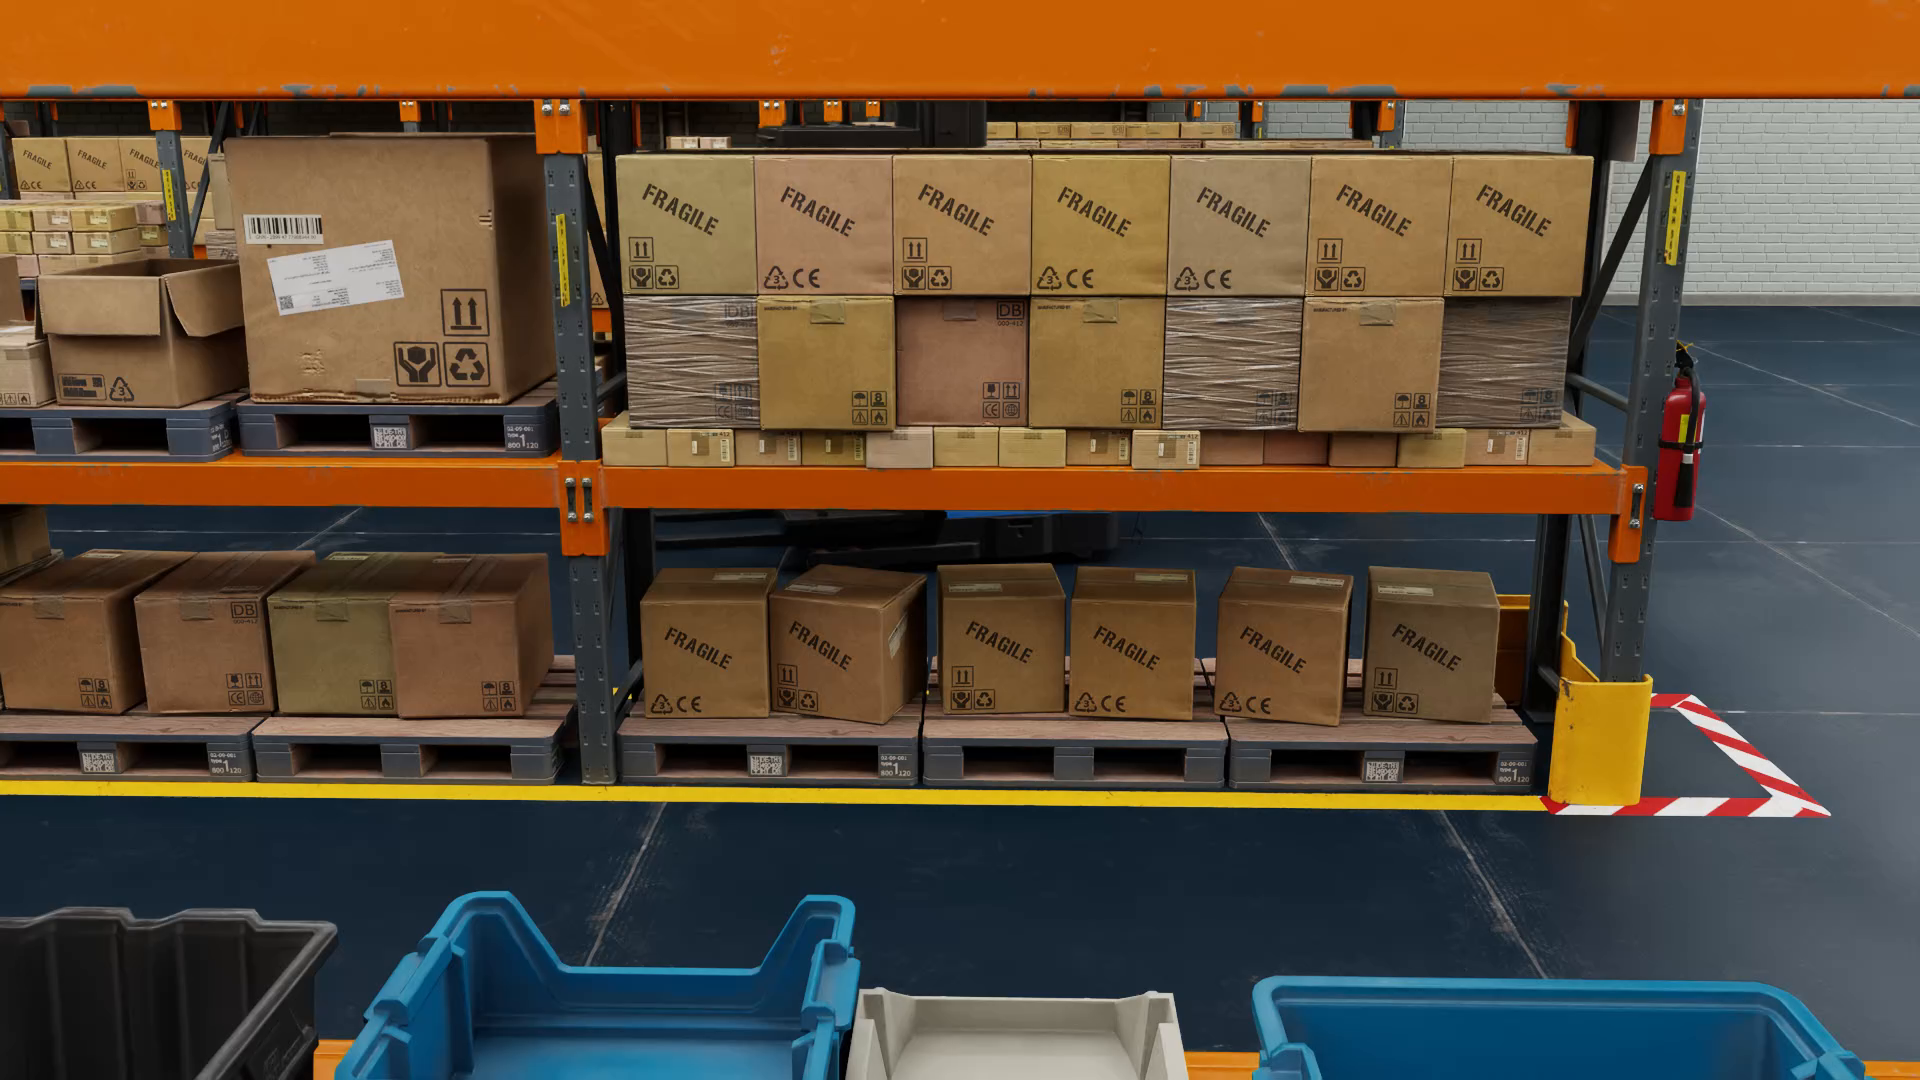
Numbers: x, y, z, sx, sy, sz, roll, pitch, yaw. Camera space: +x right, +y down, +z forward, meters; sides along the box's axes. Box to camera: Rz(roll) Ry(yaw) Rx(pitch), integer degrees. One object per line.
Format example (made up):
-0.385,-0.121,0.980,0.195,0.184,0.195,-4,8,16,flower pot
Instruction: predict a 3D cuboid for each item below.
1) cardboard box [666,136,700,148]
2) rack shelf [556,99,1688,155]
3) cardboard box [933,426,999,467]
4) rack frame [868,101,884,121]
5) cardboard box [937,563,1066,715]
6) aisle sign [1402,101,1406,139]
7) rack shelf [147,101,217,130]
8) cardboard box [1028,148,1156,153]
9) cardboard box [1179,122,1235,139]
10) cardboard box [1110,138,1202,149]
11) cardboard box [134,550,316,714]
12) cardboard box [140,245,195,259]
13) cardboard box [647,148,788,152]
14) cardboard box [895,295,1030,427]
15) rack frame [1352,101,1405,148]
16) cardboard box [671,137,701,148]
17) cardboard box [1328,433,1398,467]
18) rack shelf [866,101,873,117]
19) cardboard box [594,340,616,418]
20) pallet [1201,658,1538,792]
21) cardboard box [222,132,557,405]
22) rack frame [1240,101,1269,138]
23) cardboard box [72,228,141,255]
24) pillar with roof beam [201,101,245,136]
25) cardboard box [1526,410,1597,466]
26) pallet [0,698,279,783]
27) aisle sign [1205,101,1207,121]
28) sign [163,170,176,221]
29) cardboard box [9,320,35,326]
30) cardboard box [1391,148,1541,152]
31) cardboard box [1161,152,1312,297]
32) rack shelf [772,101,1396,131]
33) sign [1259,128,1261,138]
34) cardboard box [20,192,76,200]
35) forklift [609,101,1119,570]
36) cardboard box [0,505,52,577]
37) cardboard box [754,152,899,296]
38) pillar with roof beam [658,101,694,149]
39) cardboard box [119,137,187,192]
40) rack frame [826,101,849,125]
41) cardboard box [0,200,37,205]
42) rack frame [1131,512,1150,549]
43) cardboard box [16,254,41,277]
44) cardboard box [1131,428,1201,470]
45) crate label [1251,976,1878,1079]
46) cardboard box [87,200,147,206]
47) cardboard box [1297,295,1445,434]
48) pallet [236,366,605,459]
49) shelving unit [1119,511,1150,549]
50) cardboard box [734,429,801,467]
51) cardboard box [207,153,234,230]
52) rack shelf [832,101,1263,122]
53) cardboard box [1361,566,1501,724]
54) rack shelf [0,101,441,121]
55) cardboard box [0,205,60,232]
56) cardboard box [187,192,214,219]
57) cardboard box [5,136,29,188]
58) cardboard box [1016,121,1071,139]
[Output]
-2.726,-3.907,16.393,0.250,0.149,0.380,1,15,5,cardboard box
0.570,-1.686,6.380,4.000,0.370,1.077,0,15,1,rack shelf
0.028,-0.395,6.449,0.250,0.149,0.380,0,15,1,cardboard box
-1.054,-4.389,21.097,0.127,3.000,1.000,0,15,1,rack frame
0.164,0.408,6.991,0.500,0.500,0.500,-1,15,-4,cardboard box
2.860,-3.015,10.790,0.004,0.787,0.394,0,15,1,aisle sign
-7.200,-3.002,11.369,4.000,0.370,1.077,0,15,1,rack shelf
0.527,-1.329,6.757,0.500,0.500,0.500,0,15,1,cardboard box
2.306,-3.721,15.824,0.500,0.500,0.700,0,15,0,cardboard box
1.318,-2.460,11.373,0.550,0.550,0.875,0,15,1,cardboard box
-3.079,0.379,7.062,0.500,0.500,0.700,-1,15,-3,cardboard box
-5.643,-2.023,11.796,0.250,0.149,0.380,0,15,1,cardboard box
-0.973,-1.339,6.797,0.500,0.500,0.500,0,15,1,cardboard box
0.020,-0.780,6.637,0.500,0.500,0.875,0,15,1,cardboard box
2.797,-1.835,11.413,0.127,3.000,1.000,0,15,1,rack frame
-2.608,-3.775,15.894,0.250,0.149,0.380,0,15,-1,cardboard box
1.528,-0.394,6.445,0.250,0.149,0.380,0,15,1,cardboard box
-3.053,-5.505,20.856,4.000,0.370,1.077,0,15,1,rack shelf
-2.789,-0.964,11.701,0.750,0.750,1.050,0,15,1,cardboard box
1.682,0.763,7.033,1.213,0.211,1.003,0,15,1,pallet
-2.220,-1.130,6.745,1.000,1.000,1.000,0,15,2,cardboard box
2.822,-3.098,16.201,0.127,3.000,1.000,0,15,1,rack frame
-5.706,-1.999,11.124,0.250,0.149,0.380,1,15,3,cardboard box
-9.834,-6.479,17.257,0.400,9.000,9.100,0,15,1,pillar with roof beam
2.279,-0.398,6.461,0.250,0.149,0.380,0,15,1,cardboard box
-3.431,0.740,7.121,1.213,0.211,1.003,0,15,1,pallet
3.003,-5.545,20.381,0.004,0.787,0.394,0,15,1,aisle sign
-5.205,-2.270,10.949,0.005,0.325,0.100,0,15,1,sign
-3.755,-0.818,7.003,0.258,0.266,0.396,0,15,0,cardboard box
2.026,-1.319,6.720,0.500,0.500,0.500,0,15,1,cardboard box
1.013,-1.192,6.240,0.500,0.500,0.500,0,15,1,cardboard box
0.797,-2.950,11.172,4.000,0.370,1.077,0,15,1,rack shelf
2.788,-3.669,15.477,0.005,0.325,0.100,0,15,1,sign
-8.741,-3.270,16.169,0.500,0.250,0.500,0,15,0,cardboard box
-0.629,-1.343,9.685,3.031,2.935,1.130,-3,15,-12,forklift
-4.227,0.009,6.995,0.500,0.250,0.500,2,15,8,cardboard box
-0.487,-1.201,6.274,0.500,0.500,0.500,0,15,1,cardboard box
-3.836,-6.440,17.109,0.400,9.000,9.100,0,15,1,pillar with roof beam
-7.731,-3.631,16.067,0.500,0.500,0.500,0,15,0,cardboard box
-1.177,-3.124,16.299,0.127,3.000,1.000,0,15,1,rack frame
-6.707,-2.315,11.739,0.250,0.149,0.380,1,15,4,cardboard box
1.222,-0.545,10.114,0.006,1.200,0.240,12,13,-8,rack frame
-6.211,-1.858,11.171,0.250,0.149,0.380,1,15,2,cardboard box
0.777,-0.381,6.397,0.250,0.149,0.380,0,15,1,cardboard box
0.596,0.733,1.614,0.616,0.435,0.502,0,15,1,crate label
-5.927,-2.309,11.716,0.250,0.149,0.380,0,15,0,cardboard box
1.517,-0.746,6.507,0.500,0.500,0.875,0,15,1,cardboard box
-2.190,-0.546,6.904,1.213,0.211,1.003,0,15,1,pallet
1.134,-0.564,10.100,0.189,1.200,0.258,12,13,-8,shelving unit
-0.722,-0.397,6.458,0.250,0.149,0.380,0,15,1,cardboard box
-4.752,-2.413,11.450,0.500,0.500,0.700,0,15,1,cardboard box
0.823,-4.213,15.959,4.000,0.370,1.077,0,15,1,rack shelf
1.945,0.427,6.918,0.500,0.500,0.500,3,15,12,cardboard box
-7.175,-4.265,16.157,4.000,0.370,1.077,0,15,1,rack shelf
-6.215,-2.146,11.097,0.250,0.149,0.380,1,15,3,cardboard box
-7.210,-3.261,16.134,0.500,0.250,0.500,0,15,0,cardboard box
-9.644,-3.772,16.602,0.500,0.500,0.500,0,15,2,cardboard box
0.792,-3.742,15.903,0.500,0.500,0.700,0,15,1,cardboard box
